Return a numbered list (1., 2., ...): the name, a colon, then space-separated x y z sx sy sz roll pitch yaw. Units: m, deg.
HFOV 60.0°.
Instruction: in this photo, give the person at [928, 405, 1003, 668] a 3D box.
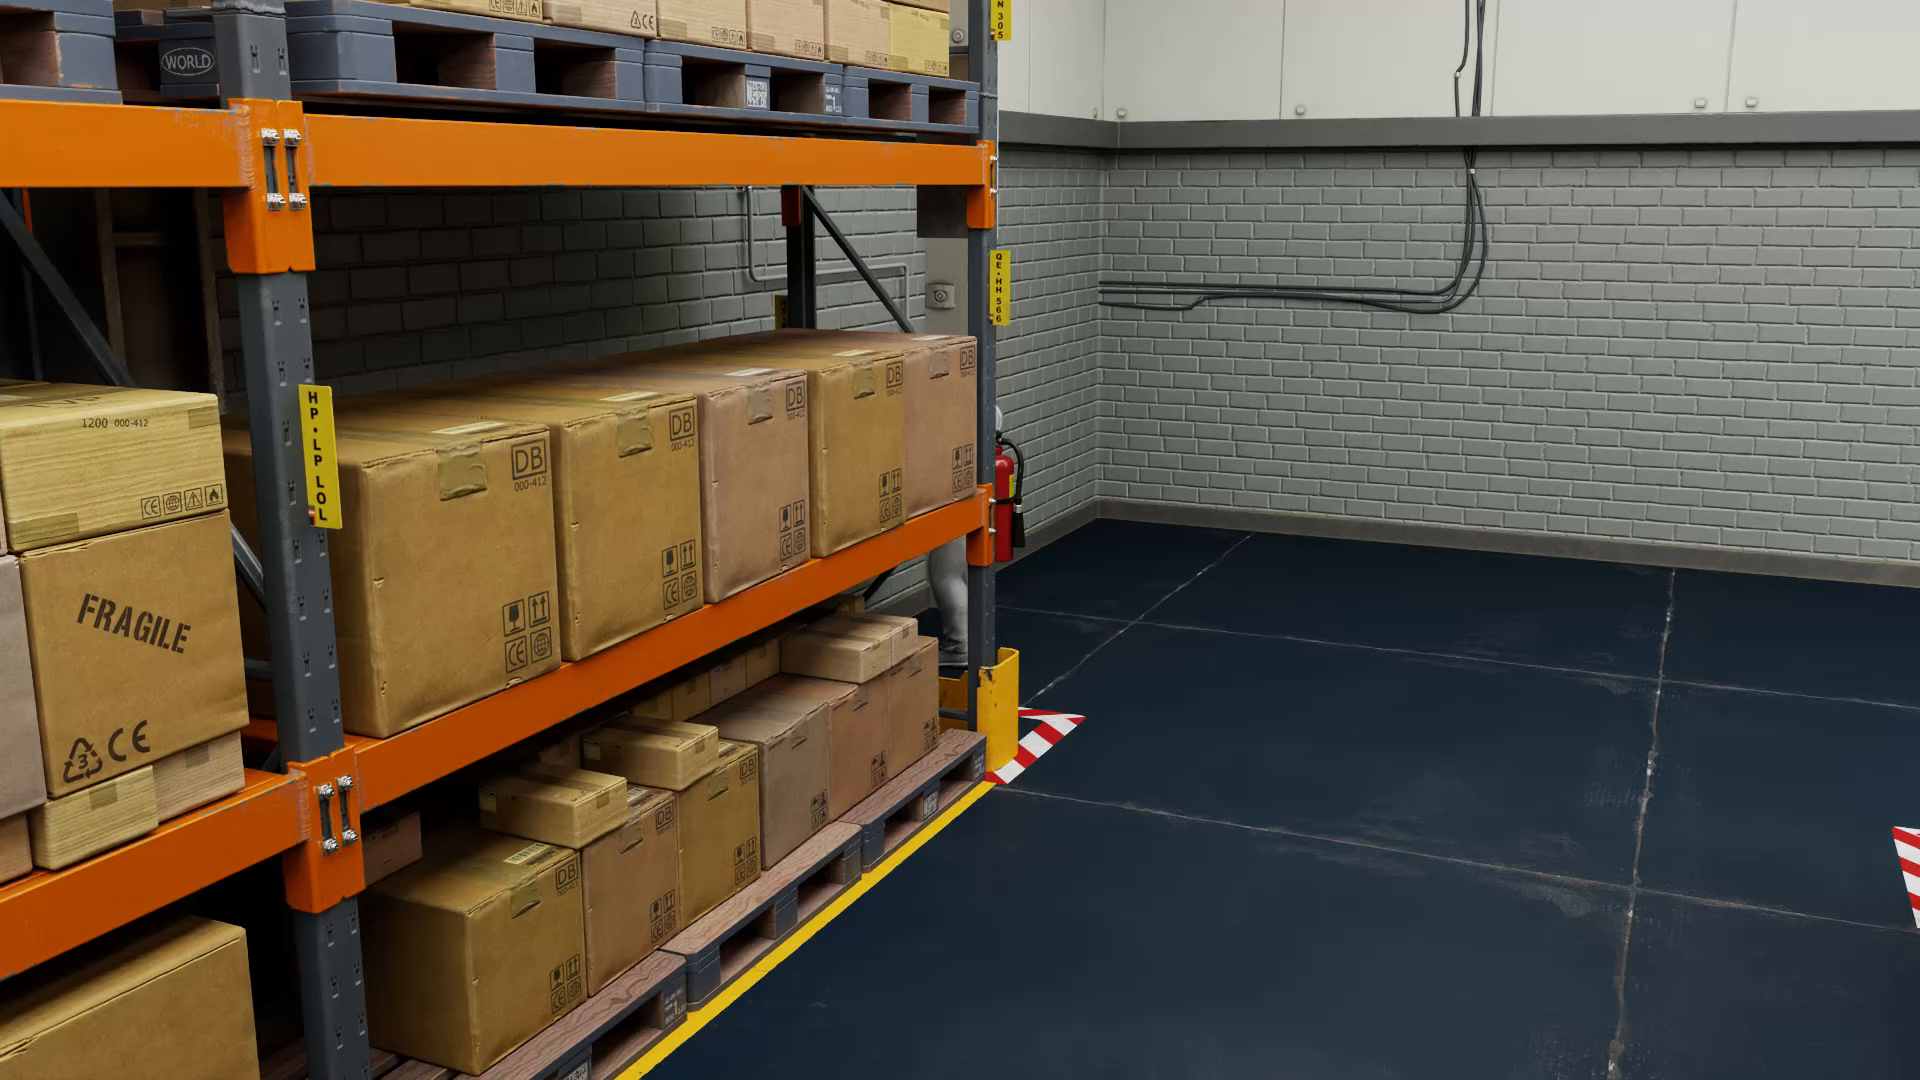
1. person: -0.066 -0.184 9.279 0.556 1.763 0.494 6 13 24
